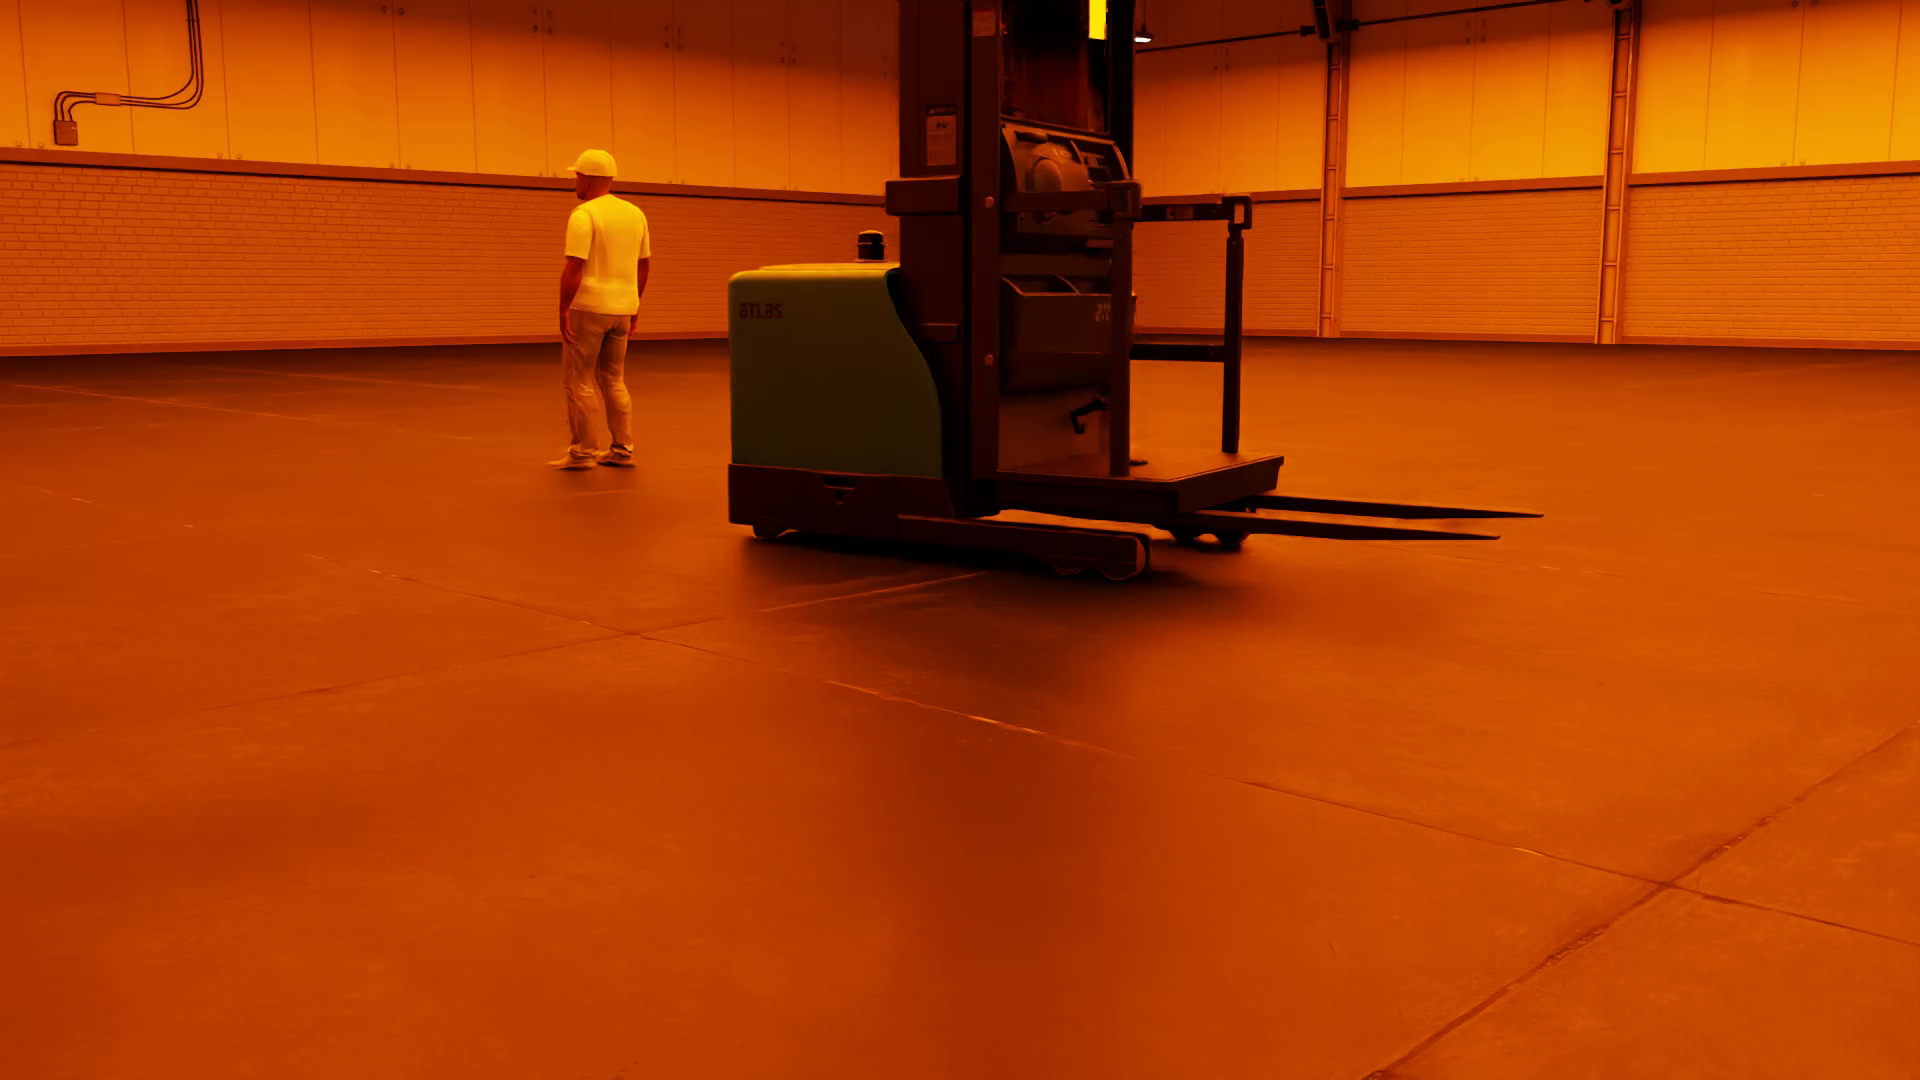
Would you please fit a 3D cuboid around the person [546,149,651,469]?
[{"bbox_3d":[-2.049,-1.278,9.330,0.497,1.780,0.660,5,10,32],"label":"person"}]

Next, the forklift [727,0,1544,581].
[{"bbox_3d":[0.586,-1.397,6.152,3.031,2.935,1.130,5,10,31],"label":"forklift"}]
